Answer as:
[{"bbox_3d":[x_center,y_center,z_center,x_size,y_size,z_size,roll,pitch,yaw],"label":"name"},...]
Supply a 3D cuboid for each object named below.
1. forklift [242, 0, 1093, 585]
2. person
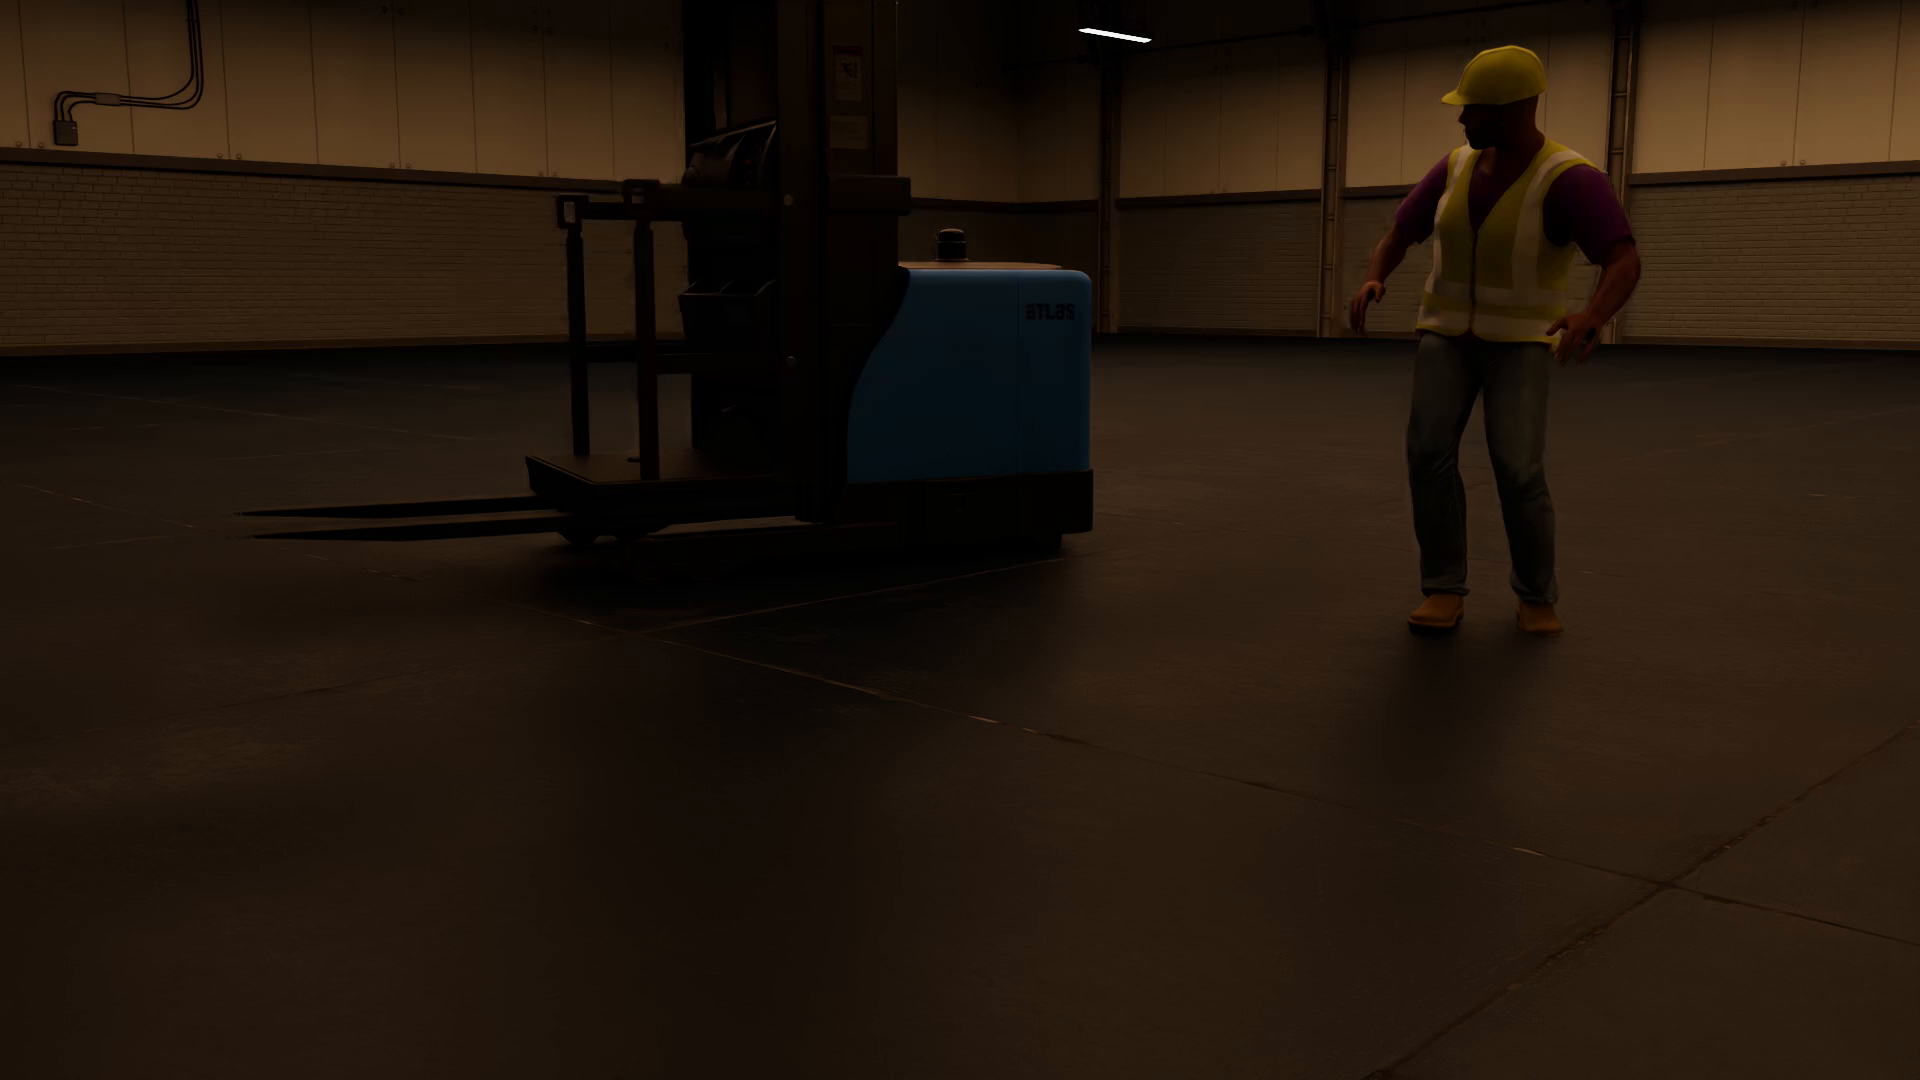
[{"bbox_3d":[-1.037,-1.384,6.064,3.031,2.935,1.130,-4,10,-26],"label":"forklift"},{"bbox_3d":[1.545,-0.559,4.869,0.821,1.716,0.645,6,11,36],"label":"person"}]
